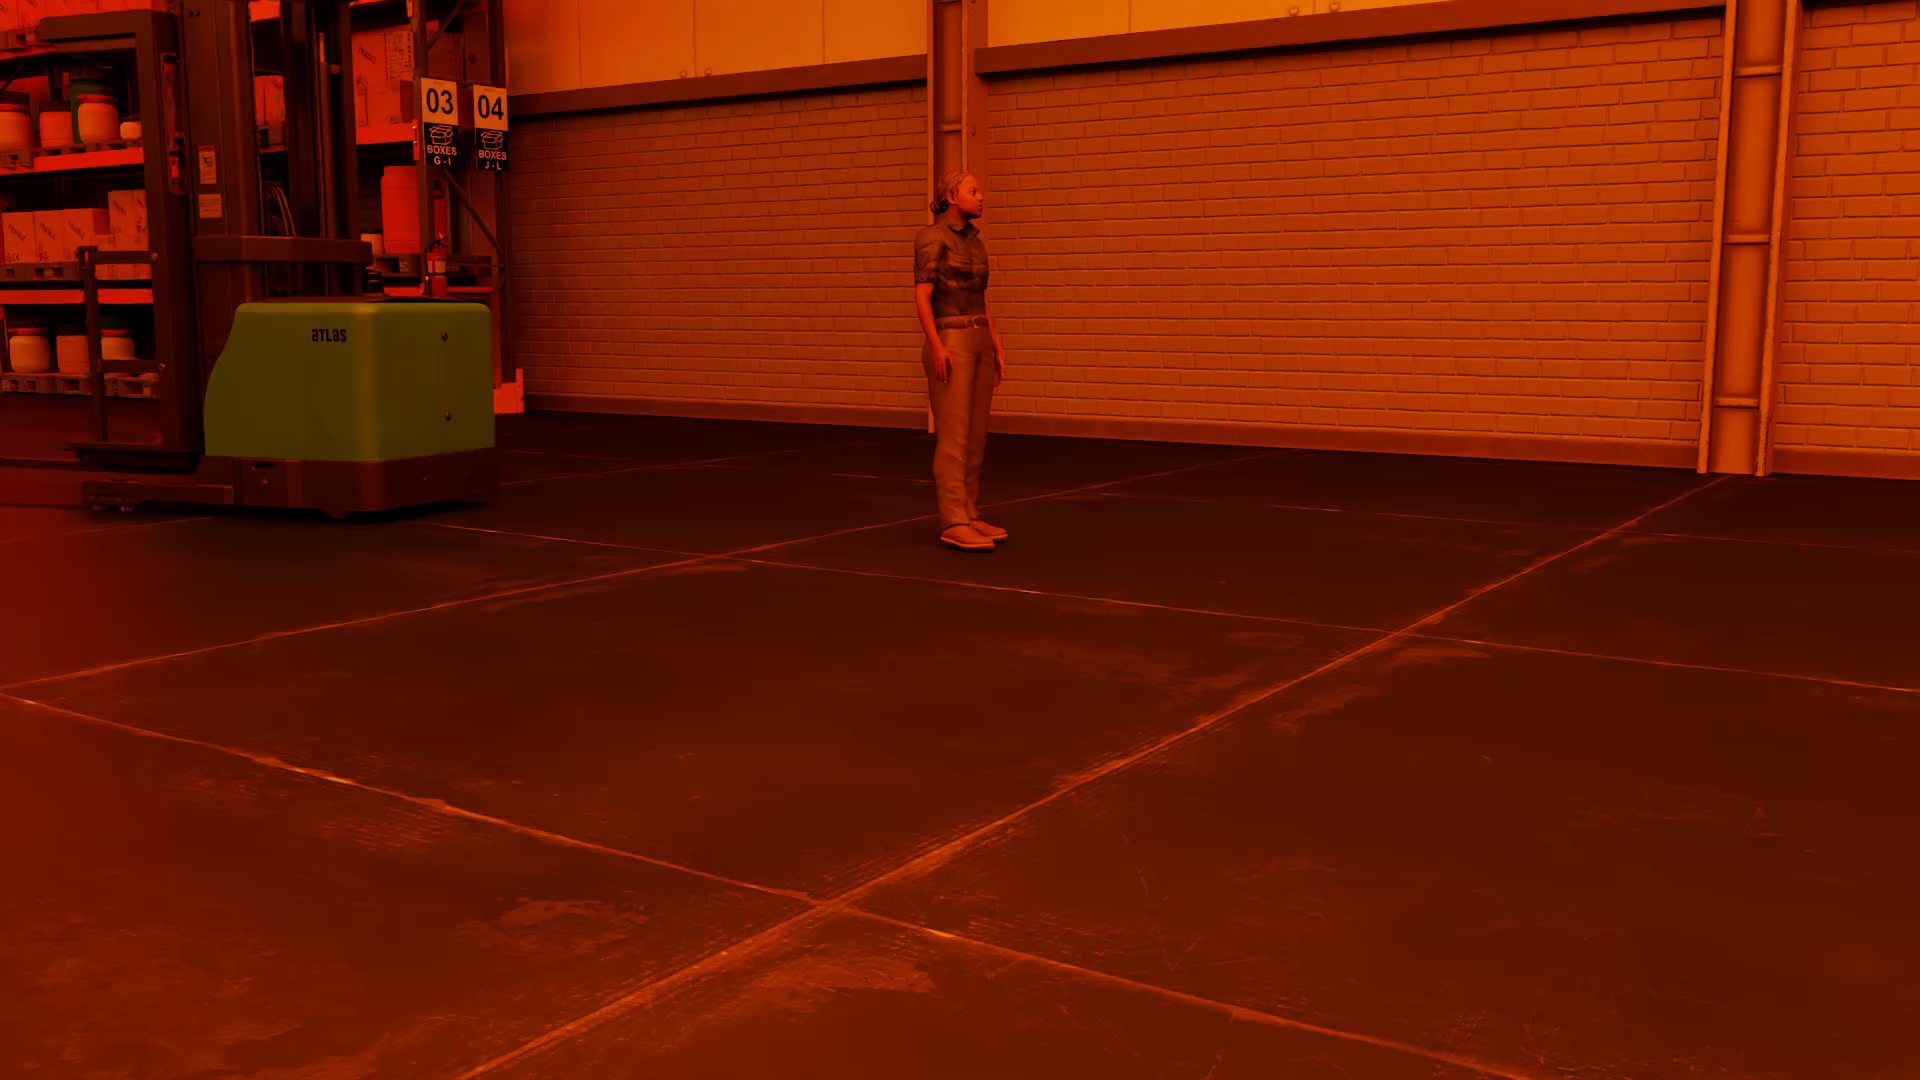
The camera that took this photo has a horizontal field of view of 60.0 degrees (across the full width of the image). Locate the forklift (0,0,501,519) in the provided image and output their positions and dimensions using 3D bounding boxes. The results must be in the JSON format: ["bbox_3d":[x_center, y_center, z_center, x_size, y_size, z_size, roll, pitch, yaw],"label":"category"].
[{"bbox_3d":[-4.041,-1.659,8.862,3.031,2.935,1.130,3,9,21],"label":"forklift"}]

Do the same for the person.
[{"bbox_3d":[0.062,-0.817,7.421,0.503,1.656,0.569,5,10,34],"label":"person"}]
